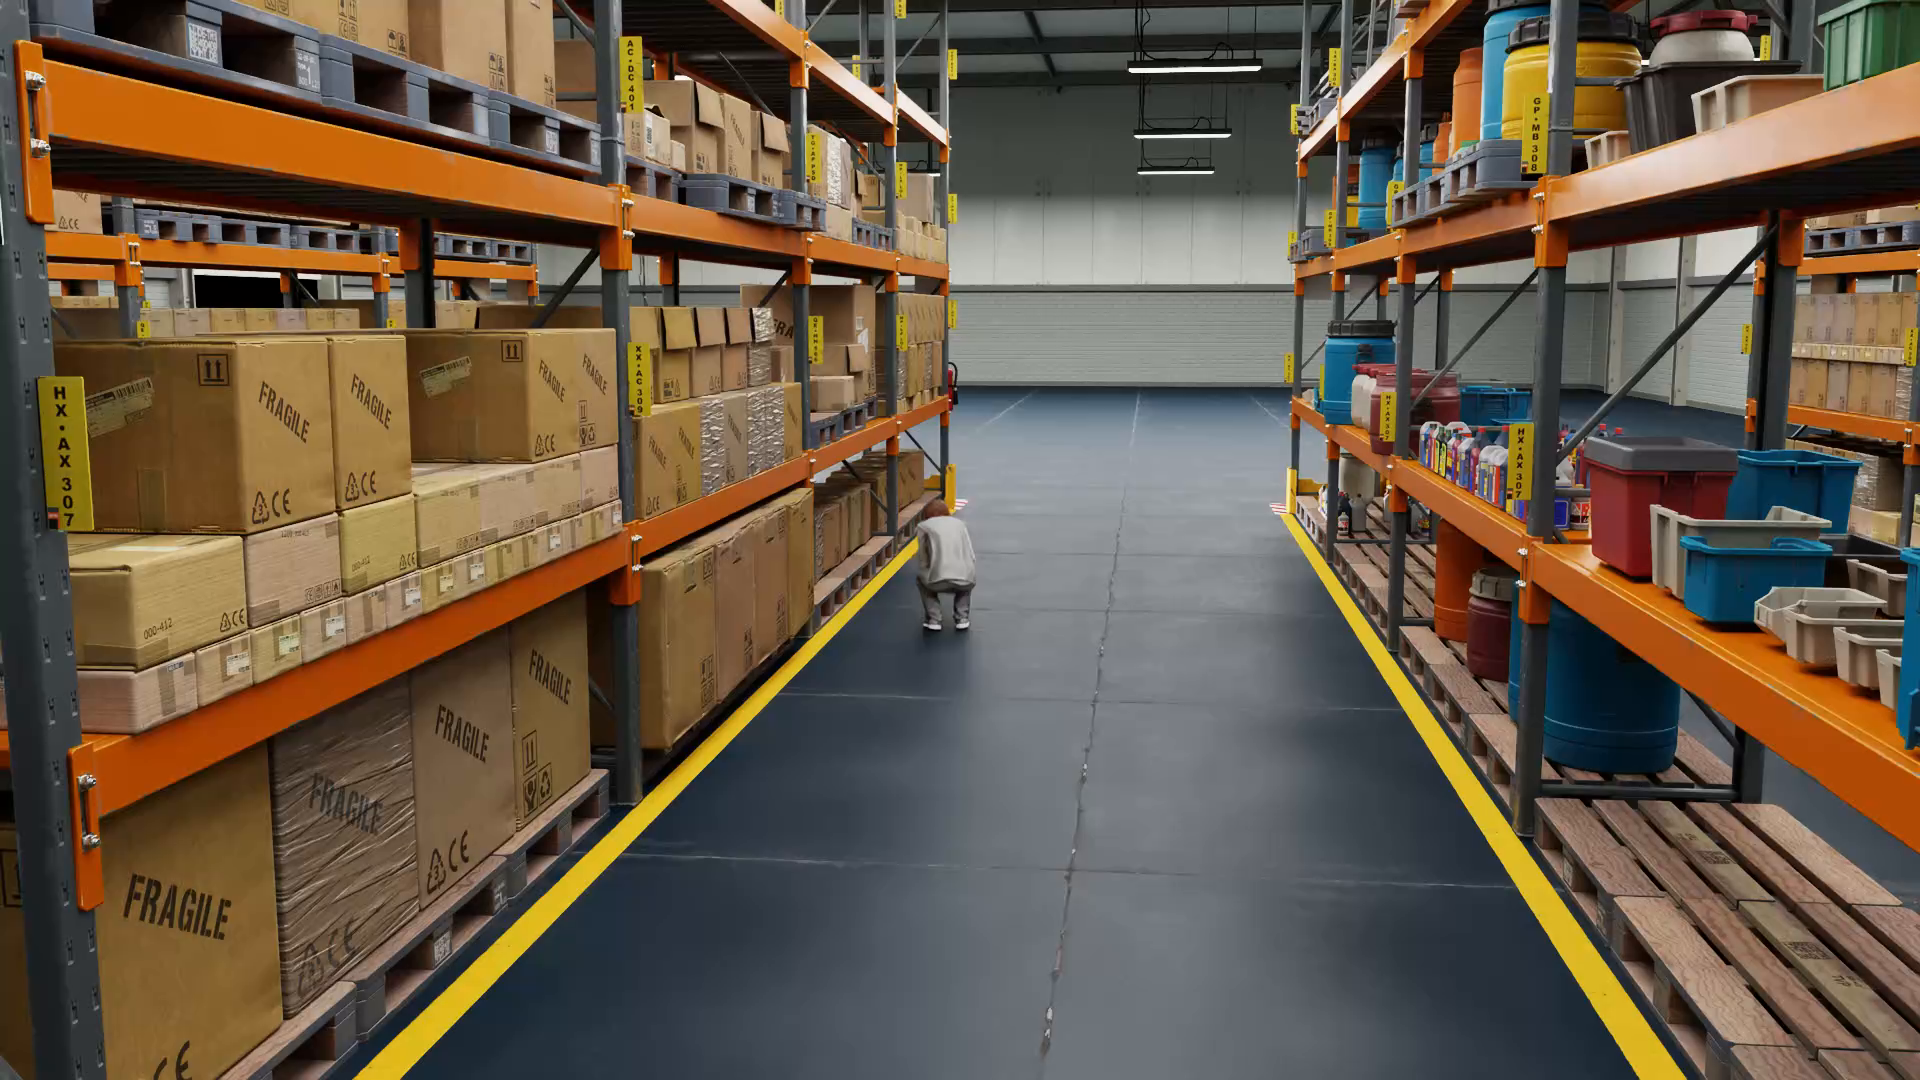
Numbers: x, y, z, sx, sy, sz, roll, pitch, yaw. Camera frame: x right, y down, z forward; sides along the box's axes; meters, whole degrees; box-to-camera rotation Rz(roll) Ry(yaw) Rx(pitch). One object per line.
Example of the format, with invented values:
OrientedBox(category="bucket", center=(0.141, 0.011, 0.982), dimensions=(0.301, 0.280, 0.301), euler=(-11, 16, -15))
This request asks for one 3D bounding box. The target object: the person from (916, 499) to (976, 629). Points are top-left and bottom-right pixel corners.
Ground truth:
OrientedBox(category="person", center=(-0.091, 0.179, 12.112), dimensions=(0.452, 0.909, 0.807), euler=(-1, 8, -6))
